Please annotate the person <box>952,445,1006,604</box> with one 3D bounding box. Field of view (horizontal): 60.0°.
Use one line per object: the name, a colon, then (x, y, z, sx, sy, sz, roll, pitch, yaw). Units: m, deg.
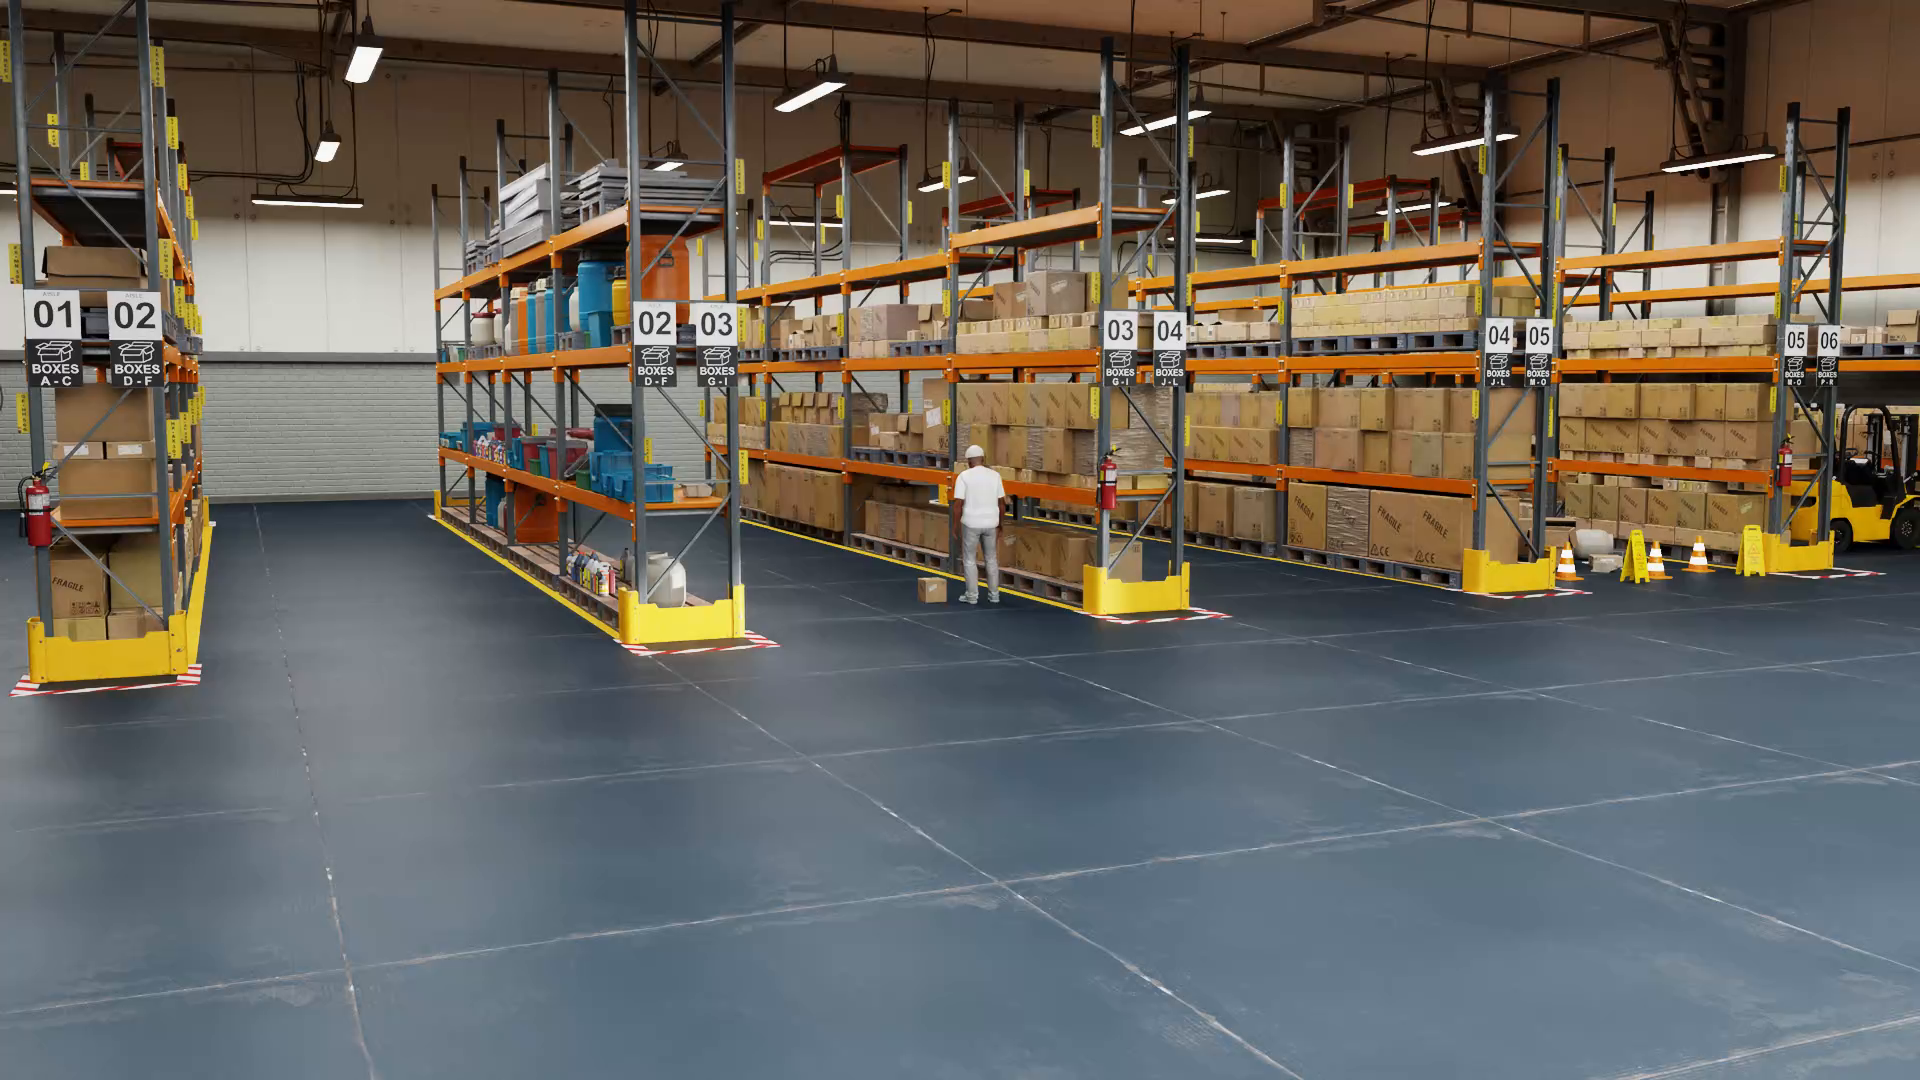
person: (0.208, -0.179, 18.571, 0.627, 1.761, 0.457, -2, 6, -20)
